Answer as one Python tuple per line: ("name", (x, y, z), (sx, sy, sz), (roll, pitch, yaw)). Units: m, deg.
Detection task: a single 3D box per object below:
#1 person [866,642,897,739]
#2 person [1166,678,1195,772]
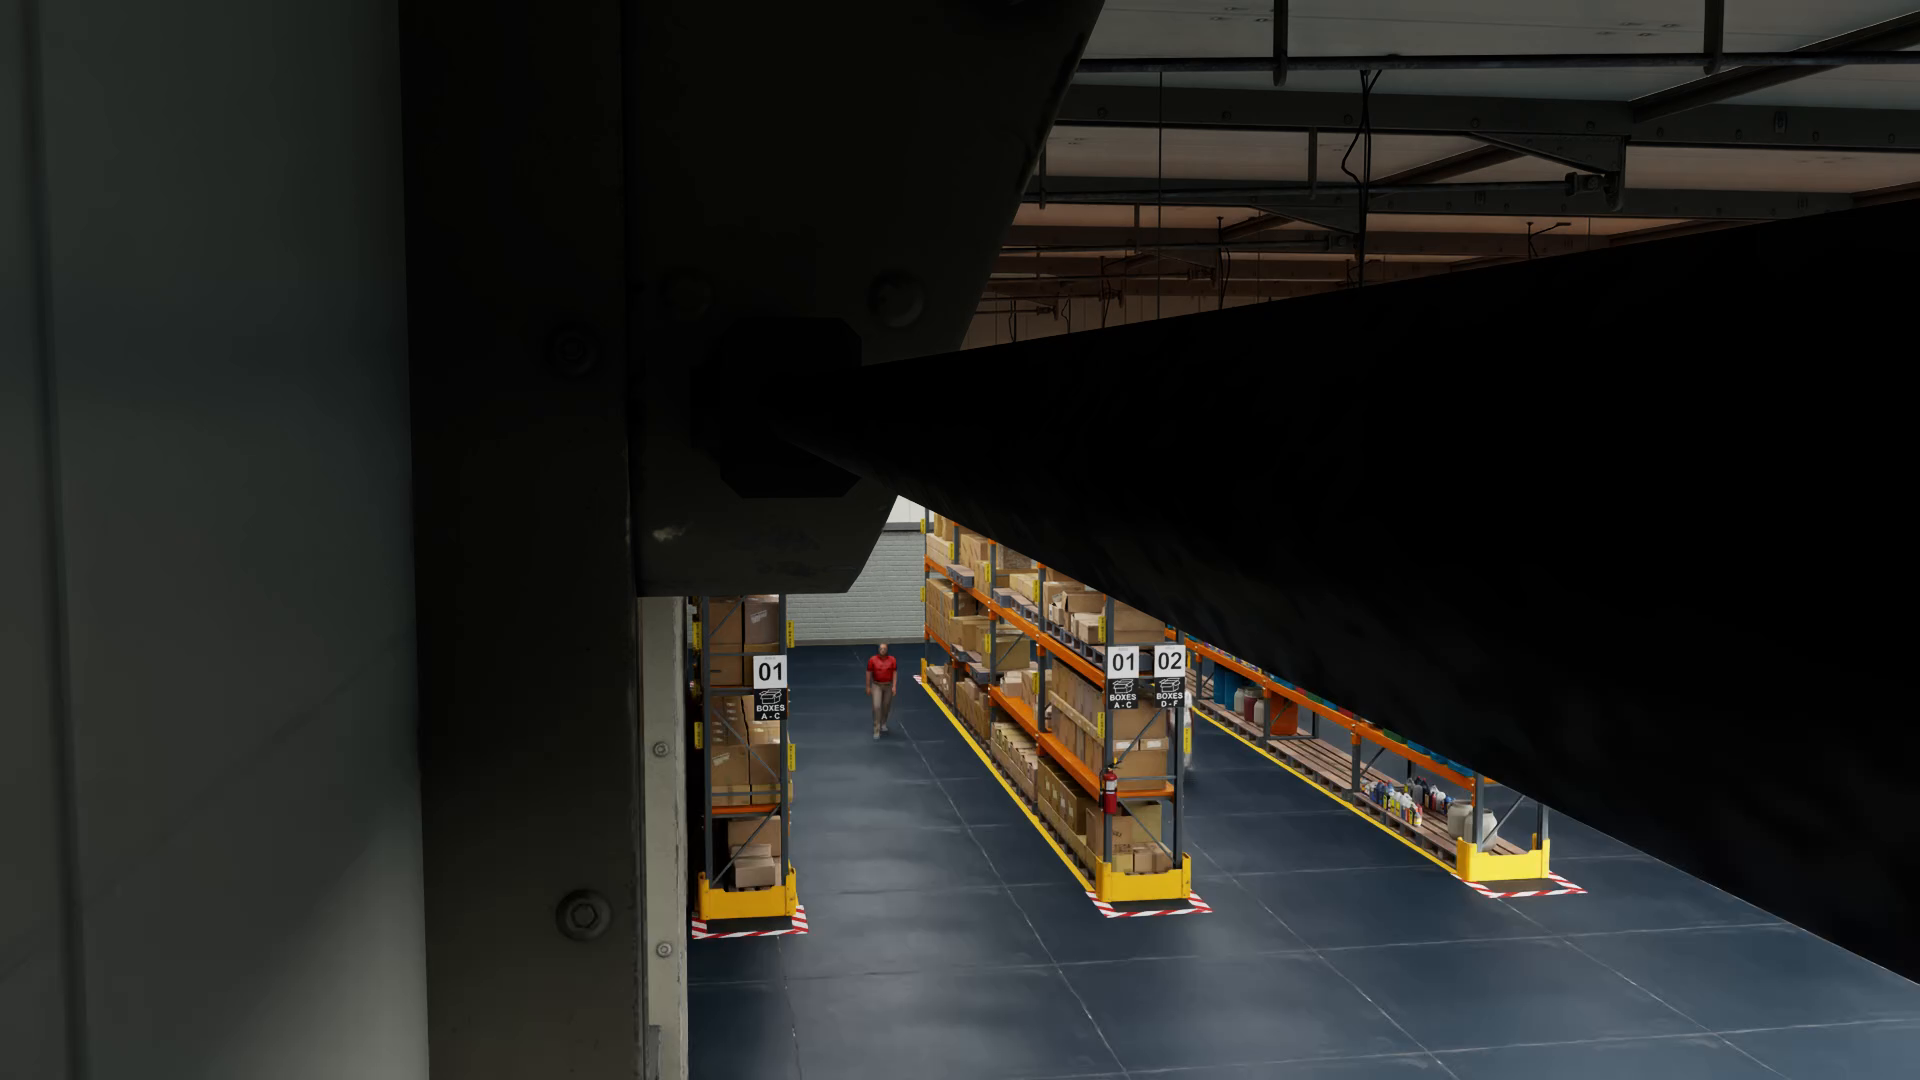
("person", (-1.440, 2.777, 30.885), (0.556, 1.756, 0.809), (-2, 5, -17))
("person", (3.645, 3.059, 27.584), (0.499, 1.676, 0.444), (0, 5, 3))
